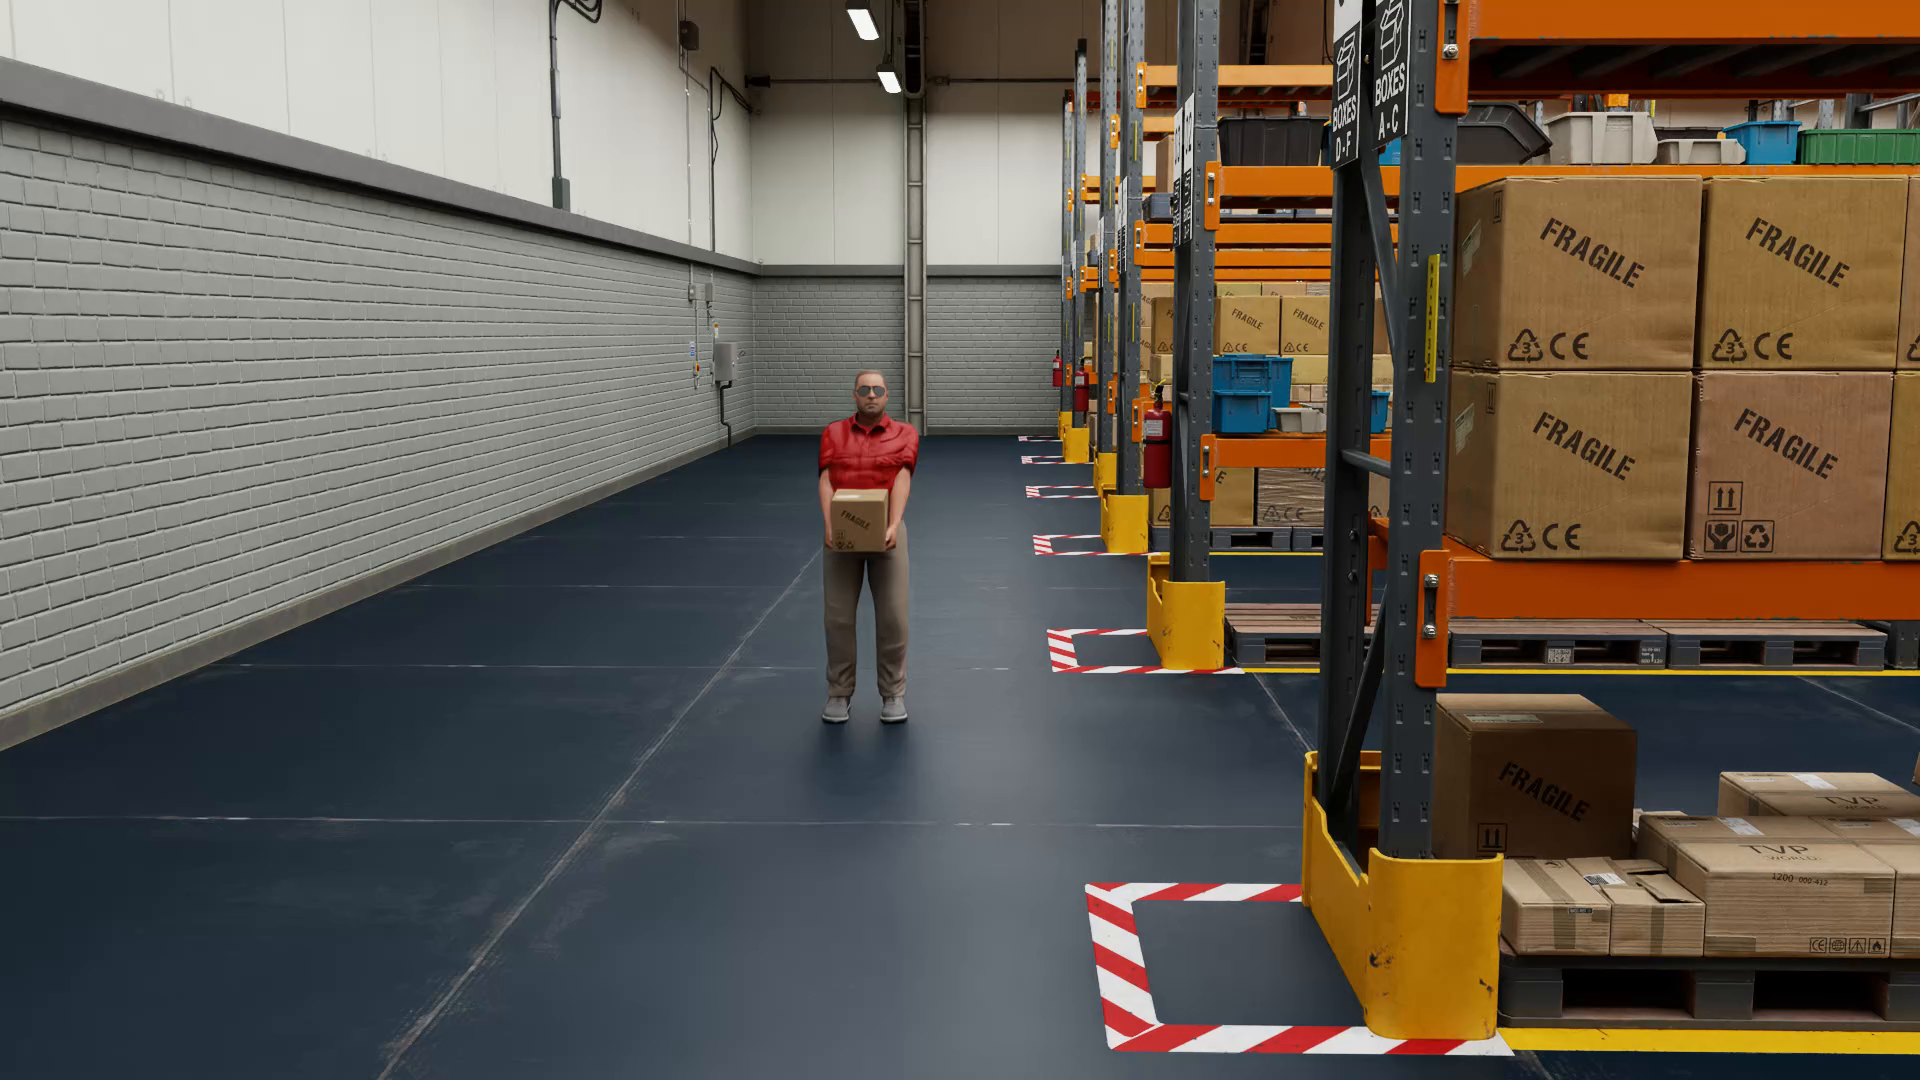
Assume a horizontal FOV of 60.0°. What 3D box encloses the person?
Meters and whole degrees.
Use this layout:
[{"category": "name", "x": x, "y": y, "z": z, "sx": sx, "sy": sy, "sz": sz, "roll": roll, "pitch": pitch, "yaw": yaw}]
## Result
[{"category": "person", "x": -0.452, "y": 0.035, "z": 8.104, "sx": 0.493, "sy": 1.719, "sz": 0.538, "roll": 0, "pitch": 7, "yaw": 2}]
